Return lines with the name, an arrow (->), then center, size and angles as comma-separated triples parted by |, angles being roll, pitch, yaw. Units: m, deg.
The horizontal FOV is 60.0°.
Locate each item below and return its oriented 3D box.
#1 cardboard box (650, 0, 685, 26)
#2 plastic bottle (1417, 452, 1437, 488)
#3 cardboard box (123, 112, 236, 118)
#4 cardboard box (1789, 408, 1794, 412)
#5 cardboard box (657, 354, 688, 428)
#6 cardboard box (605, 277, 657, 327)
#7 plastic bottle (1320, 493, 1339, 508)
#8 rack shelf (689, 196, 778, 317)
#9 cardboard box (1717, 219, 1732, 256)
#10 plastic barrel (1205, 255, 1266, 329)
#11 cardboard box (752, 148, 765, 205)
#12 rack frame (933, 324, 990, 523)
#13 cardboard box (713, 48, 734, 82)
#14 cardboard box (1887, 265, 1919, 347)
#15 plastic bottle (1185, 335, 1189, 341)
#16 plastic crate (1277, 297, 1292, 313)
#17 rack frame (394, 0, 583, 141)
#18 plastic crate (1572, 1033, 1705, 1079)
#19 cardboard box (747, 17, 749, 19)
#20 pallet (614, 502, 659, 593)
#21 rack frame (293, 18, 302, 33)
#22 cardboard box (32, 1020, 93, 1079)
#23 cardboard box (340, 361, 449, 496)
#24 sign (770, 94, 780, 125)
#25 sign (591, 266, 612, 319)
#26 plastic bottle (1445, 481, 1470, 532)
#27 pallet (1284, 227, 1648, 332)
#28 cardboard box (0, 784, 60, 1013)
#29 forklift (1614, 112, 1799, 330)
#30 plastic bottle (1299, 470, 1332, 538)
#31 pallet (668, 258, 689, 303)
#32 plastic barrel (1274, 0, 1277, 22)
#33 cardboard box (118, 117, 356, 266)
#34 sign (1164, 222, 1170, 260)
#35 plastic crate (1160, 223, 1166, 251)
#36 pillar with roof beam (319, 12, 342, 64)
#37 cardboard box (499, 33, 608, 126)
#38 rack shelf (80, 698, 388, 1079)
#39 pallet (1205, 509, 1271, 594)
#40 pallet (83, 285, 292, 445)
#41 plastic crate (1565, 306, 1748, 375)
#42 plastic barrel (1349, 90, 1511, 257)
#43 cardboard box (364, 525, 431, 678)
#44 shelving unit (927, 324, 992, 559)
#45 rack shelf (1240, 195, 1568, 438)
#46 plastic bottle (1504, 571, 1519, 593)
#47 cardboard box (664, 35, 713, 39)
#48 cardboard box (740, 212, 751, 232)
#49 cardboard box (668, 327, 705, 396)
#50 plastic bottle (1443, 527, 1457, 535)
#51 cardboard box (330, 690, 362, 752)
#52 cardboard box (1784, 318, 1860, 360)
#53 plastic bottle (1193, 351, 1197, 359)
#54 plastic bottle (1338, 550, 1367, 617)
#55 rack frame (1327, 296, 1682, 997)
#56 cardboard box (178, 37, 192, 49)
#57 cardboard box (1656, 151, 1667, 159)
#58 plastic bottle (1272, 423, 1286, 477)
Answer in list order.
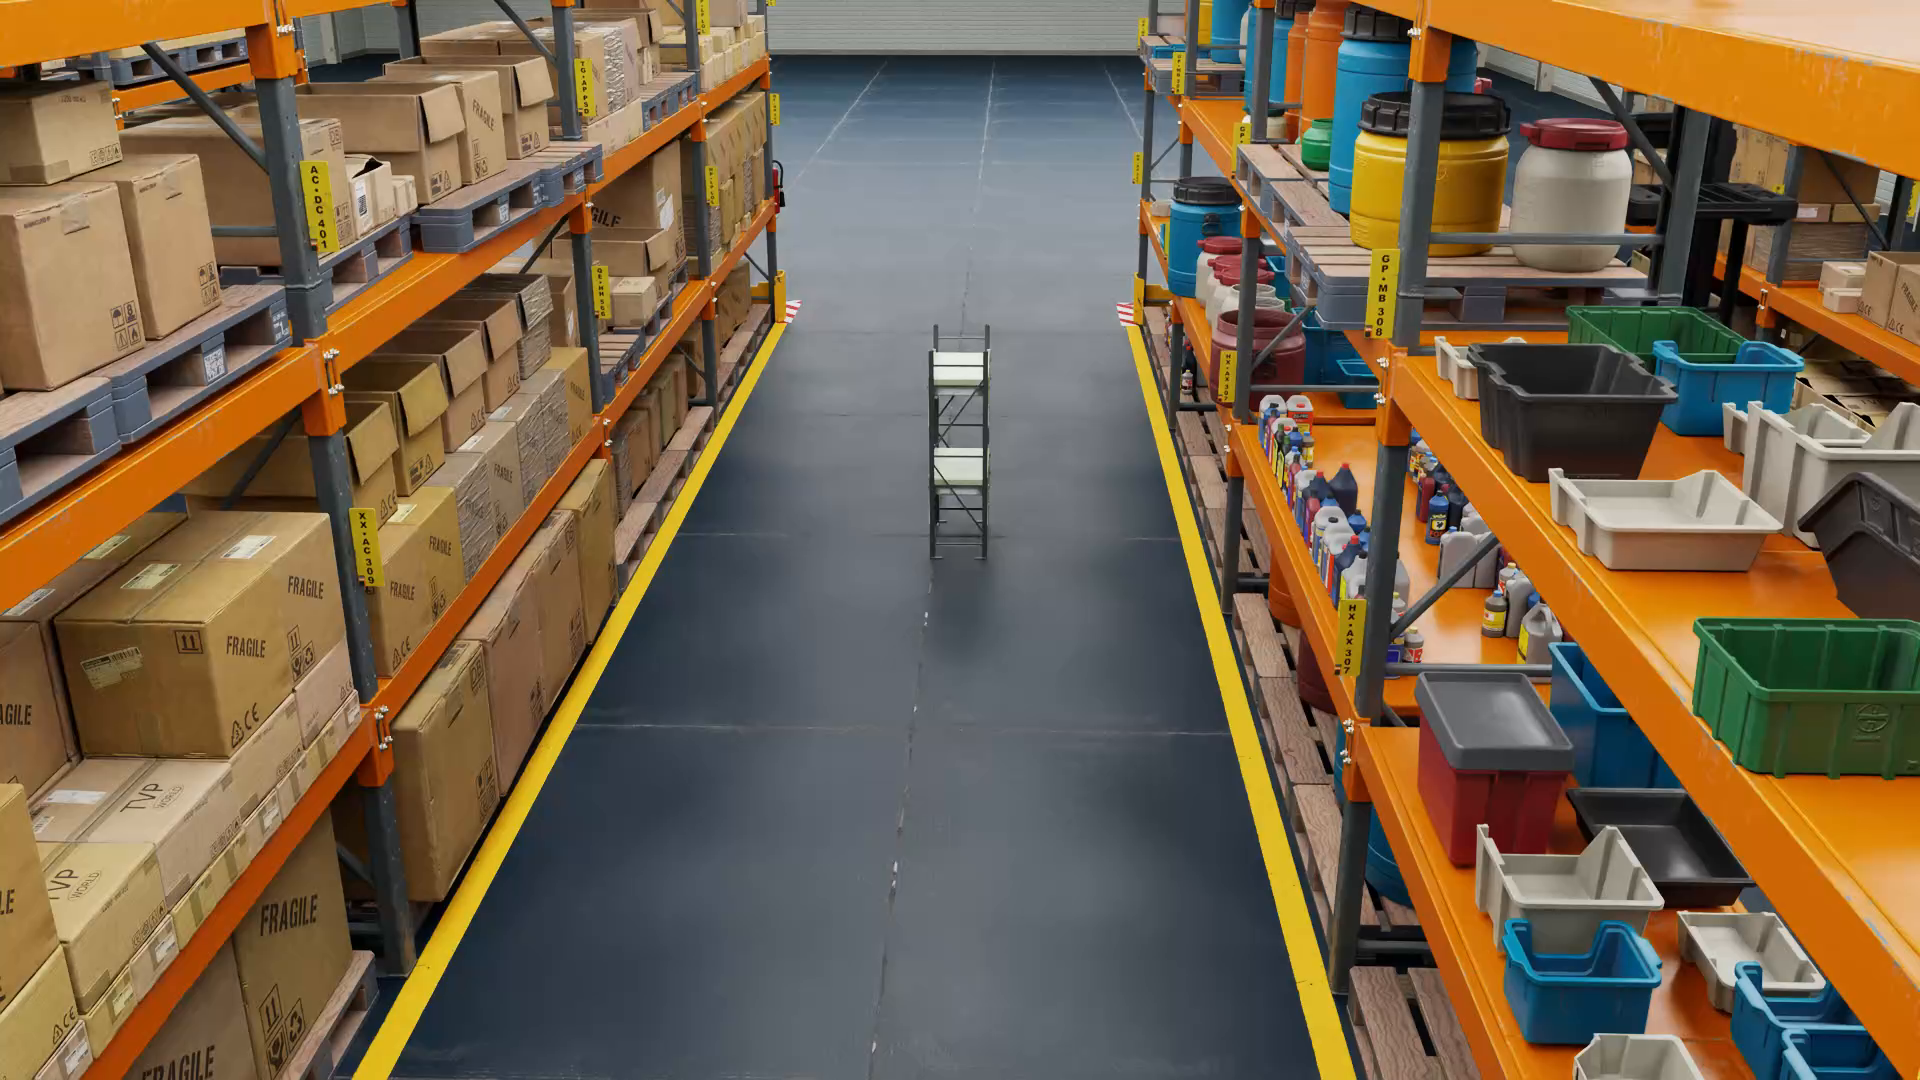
cardboard box -> -2.823, -5.157, 15.786 | 0.500, 0.500, 0.500 | 1, 21, 1
plastic bottle -> 2.570, -0.383, 9.143 | 0.097, 0.201, 0.097 | 0, 21, 0
cardboard box -> -7.476, -3.811, 16.004 | 0.875, 0.550, 0.500 | 1, 21, 2
cardboard box -> 6.995, -0.904, 13.432 | 0.500, 0.250, 0.500 | 1, 21, 3
cardboard box -> -2.670, -1.246, 13.941 | 0.700, 0.500, 0.500 | -1, 21, -3
cardboard box -> -2.471, -1.711, 11.919 | 0.500, 0.250, 0.500 | 0, 21, 0
plastic bottle -> 1.845, -0.104, 8.328 | 0.097, 0.271, 0.097 | 0, 21, 0
rack shelf -> -2.569, -2.816, 16.134 | 1.077, 0.370, 4.000 | 1, 21, 2
cardboard box -> 7.308, -2.897, 15.210 | 0.700, 0.500, 0.500 | 1, 21, 2
plastic barrel -> 2.050, -1.828, 12.406 | 0.433, 0.535, 0.433 | 0, 21, 0
cardboard box -> -2.448, -3.679, 16.814 | 0.875, 0.500, 0.500 | 1, 21, 2
rack frame -> 0.011, -0.834, 12.105 | 0.400, 1.500, 0.023 | 1, 21, 2
cardboard box -> -2.323, -4.287, 14.992 | 0.500, 0.250, 0.500 | 0, 21, -1
cardboard box -> 7.201, -1.715, 12.164 | 0.500, 0.500, 0.500 | 1, 21, 2
plastic bottle -> 2.077, -1.790, 15.652 | 0.152, 0.276, 0.135 | 1, 21, 3
plastic crate -> 2.550, -1.642, 12.407 | 0.450, 0.188, 0.662 | 1, 21, 2
rack frame -> -2.751, -3.779, 9.327 | 1.000, 3.000, 0.127 | 1, 21, 2
plastic crate -> 1.798, 1.451, 4.425 | 0.298, 0.136, 0.250 | 1, 21, 2
cardboard box -> -2.330, -5.192, 16.773 | 0.380, 0.149, 0.250 | 0, 21, 0
pallet -> -2.726, 0.036, 11.645 | 1.003, 0.211, 1.213 | 1, 21, 2
rack frame -> -7.463, -6.762, 17.017 | 1.000, 3.000, 0.127 | 1, 21, 2
cardboard box -> -2.617, 1.438, 4.523 | 0.380, 0.149, 0.250 | 0, 21, 1
cardboard box -> -2.829, -0.529, 7.720 | 0.797, 0.503, 0.637 | 1, 21, 2
sign -> -1.954, -4.548, 17.566 | 0.100, 0.325, 0.005 | 1, 21, 2
sign -> -2.197, -1.517, 10.190 | 0.100, 0.325, 0.005 | 1, 21, 2
plastic bottle -> 2.522, -0.168, 8.383 | 0.144, 0.351, 0.185 | 1, 21, 2
pallet -> 2.004, -1.076, 6.769 | 1.213, 0.211, 1.003 | 1, 21, 2
cardboard box -> -2.685, 0.954, 4.184 | 0.500, 0.500, 0.500 | 0, 21, 0
forklift -> 4.920, -1.401, 11.588 | 1.130, 2.935, 3.031 | 0, 21, 0
plastic bottle -> 1.812, -0.192, 8.446 | 0.144, 0.351, 0.185 | 1, 21, 2
pallet -> -2.798, -2.064, 13.466 | 1.003, 0.211, 1.213 | 1, 21, 2
plastic barrel -> 2.502, -3.583, 12.277 | 0.600, 0.901, 0.600 | 0, 21, 0
cardboard box -> -2.865, -1.386, 6.589 | 0.700, 0.500, 0.500 | 1, 21, 3
sign -> 1.771, -2.513, 13.975 | 0.100, 0.325, 0.005 | 1, 21, 2
plastic crate -> 2.083, -2.707, 15.065 | 0.499, 0.251, 0.616 | 1, 21, 2
pillar with roof beam -> -13.082, -17.391, 44.410 | 9.100, 9.000, 0.400 | 1, 21, 2
cardboard box -> -2.480, -2.827, 10.192 | 0.500, 0.500, 0.500 | 1, 21, 2
rack shelf -> -2.934, 1.523, 4.951 | 1.077, 0.370, 4.000 | 1, 21, 2
pallet -> 2.262, 0.093, 11.497 | 1.003, 0.211, 1.213 | 1, 21, 2
pallet -> -2.908, -0.597, 5.396 | 1.003, 0.211, 1.213 | 1, 21, 2
plastic crate -> 2.367, -0.624, 5.637 | 0.450, 0.188, 0.662 | 1, 21, 2
plastic barrel -> 1.902, -1.495, 6.748 | 0.600, 0.588, 0.600 | 0, 21, 0
cardboard box -> -2.609, 0.254, 7.088 | 0.500, 0.500, 0.500 | 1, 21, 2
shelving unit -> 0.000, -0.702, 11.764 | 0.431, 1.500, 0.755 | 1, 21, 2
rack shelf -> 2.138, -1.267, 7.996 | 1.077, 0.370, 4.000 | 1, 21, 2
plastic bottle -> 2.517, 0.239, 7.540 | 0.097, 0.201, 0.097 | 0, 21, 0
cardboard box -> -2.378, -4.341, 14.579 | 0.380, 0.149, 0.250 | 1, 21, 3
cardboard box -> -2.251, -3.108, 16.240 | 0.380, 0.149, 0.250 | 1, 21, 2
cardboard box -> -2.578, -1.603, 14.888 | 0.500, 0.500, 0.500 | 0, 21, 0
plastic bottle -> 2.382, 0.035, 8.066 | 0.097, 0.201, 0.097 | 0, 21, 0
cardboard box -> -2.555, 0.696, 6.437 | 0.380, 0.149, 0.250 | 1, 21, 2
cardboard box -> 7.599, -1.745, 14.564 | 0.500, 0.500, 0.500 | 1, 21, 2
plastic bottle -> 2.207, -1.622, 15.219 | 0.152, 0.276, 0.135 | 1, 21, 2
plastic bottle -> 1.778, 0.206, 7.419 | 0.144, 0.351, 0.185 | 1, 21, 2
rack frame -> 2.078, 0.519, 6.544 | 1.000, 3.000, 0.127 | 1, 21, 2
cardboard box -> -7.204, -4.539, 15.061 | 0.380, 0.149, 0.250 | 0, 21, 1
cardboard box -> 7.152, -3.788, 16.609 | 0.380, 0.149, 0.250 | 1, 21, 2
plastic bottle -> 1.799, -0.505, 9.344 | 0.061, 0.283, 0.133 | 1, 21, 2
